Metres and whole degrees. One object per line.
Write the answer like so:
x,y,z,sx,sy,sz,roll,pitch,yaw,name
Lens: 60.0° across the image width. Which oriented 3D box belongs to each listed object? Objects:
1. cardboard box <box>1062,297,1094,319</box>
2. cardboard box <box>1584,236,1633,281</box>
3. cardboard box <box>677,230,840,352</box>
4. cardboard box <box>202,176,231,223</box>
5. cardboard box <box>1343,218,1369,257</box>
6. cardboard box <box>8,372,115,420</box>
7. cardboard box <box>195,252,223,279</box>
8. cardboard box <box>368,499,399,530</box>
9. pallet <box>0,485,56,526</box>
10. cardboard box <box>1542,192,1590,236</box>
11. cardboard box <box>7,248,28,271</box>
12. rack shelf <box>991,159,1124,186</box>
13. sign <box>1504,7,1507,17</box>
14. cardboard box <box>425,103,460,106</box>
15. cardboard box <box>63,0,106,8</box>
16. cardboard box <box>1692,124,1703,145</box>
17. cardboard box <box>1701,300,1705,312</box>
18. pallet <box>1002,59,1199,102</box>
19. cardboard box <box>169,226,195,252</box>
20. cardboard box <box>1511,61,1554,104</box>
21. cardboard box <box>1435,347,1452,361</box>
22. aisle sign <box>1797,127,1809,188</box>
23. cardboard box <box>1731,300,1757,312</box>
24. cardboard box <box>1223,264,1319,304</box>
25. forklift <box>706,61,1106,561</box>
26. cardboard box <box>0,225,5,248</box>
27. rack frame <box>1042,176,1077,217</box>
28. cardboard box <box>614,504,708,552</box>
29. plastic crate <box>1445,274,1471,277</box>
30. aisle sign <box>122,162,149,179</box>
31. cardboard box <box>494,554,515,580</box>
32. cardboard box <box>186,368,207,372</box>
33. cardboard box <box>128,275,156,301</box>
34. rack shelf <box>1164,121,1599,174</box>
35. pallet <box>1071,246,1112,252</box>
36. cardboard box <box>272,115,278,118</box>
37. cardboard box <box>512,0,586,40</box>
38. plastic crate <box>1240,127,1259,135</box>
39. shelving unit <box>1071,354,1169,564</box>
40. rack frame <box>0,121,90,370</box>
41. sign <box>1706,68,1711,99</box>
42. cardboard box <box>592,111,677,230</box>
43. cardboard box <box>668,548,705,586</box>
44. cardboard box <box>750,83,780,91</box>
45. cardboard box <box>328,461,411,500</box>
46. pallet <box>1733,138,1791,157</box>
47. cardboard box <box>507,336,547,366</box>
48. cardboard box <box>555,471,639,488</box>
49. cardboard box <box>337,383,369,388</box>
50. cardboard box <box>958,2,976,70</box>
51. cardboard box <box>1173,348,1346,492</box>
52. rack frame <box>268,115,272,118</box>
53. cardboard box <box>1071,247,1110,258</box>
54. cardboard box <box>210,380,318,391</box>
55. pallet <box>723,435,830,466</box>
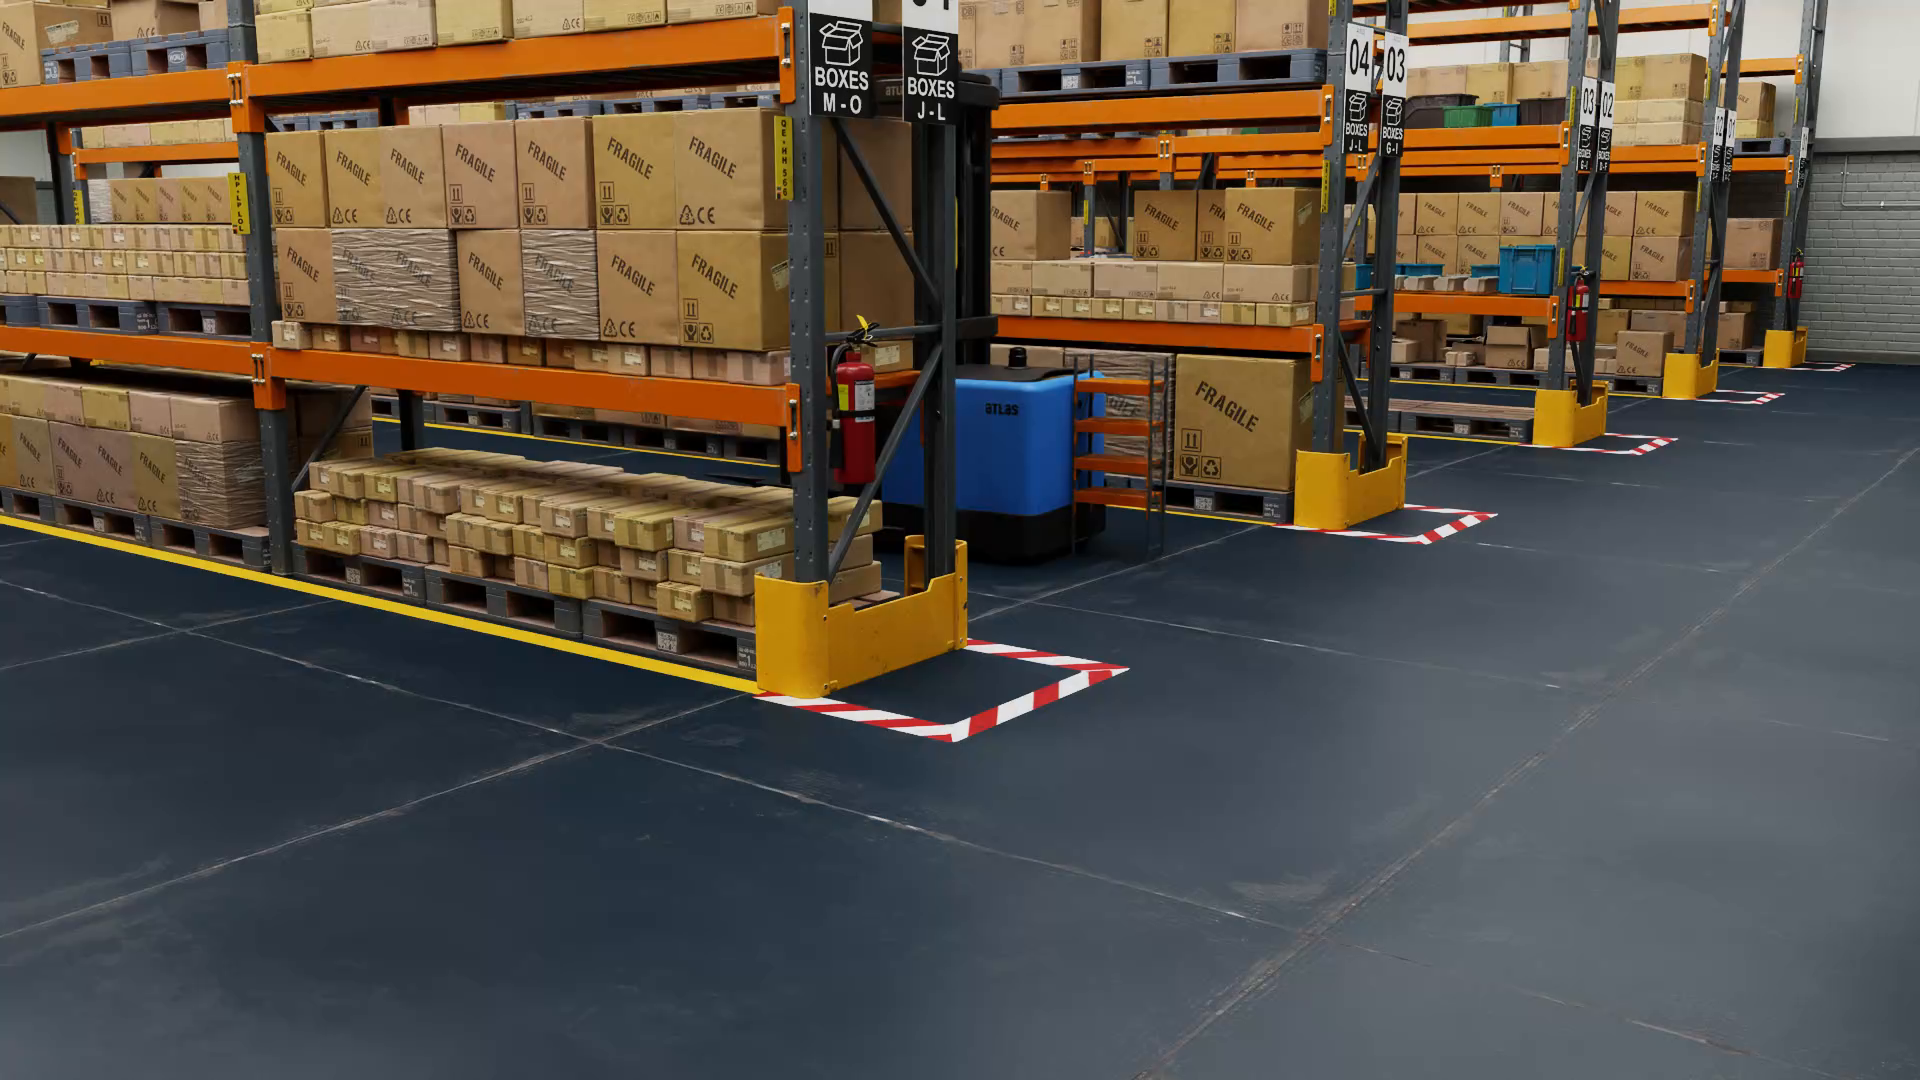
0.941,-1.680,11.976,0.250,0.149,0.380,8,14,37,cardboard box
7.579,-3.273,19.288,0.500,0.500,0.500,8,14,36,cardboard box
-0.877,-1.100,7.270,0.500,0.500,0.500,8,14,37,cardboard box
-7.946,-3.741,18.291,0.500,0.500,0.500,8,13,36,cardboard box
5.048,-3.950,21.681,0.500,0.500,0.700,3,11,16,cardboard box
-5.989,-0.968,11.139,0.500,0.250,0.500,8,13,35,cardboard box
-4.237,-1.616,9.758,0.250,0.149,0.380,8,14,36,cardboard box
-3.009,-0.169,9.125,0.250,0.149,0.380,8,13,35,cardboard box
-6.181,-0.336,11.709,1.213,0.211,1.003,8,13,36,pallet
7.172,-3.820,19.481,0.500,0.500,0.500,8,14,37,cardboard box
-6.103,-1.877,11.107,0.250,0.149,0.380,7,13,34,cardboard box
0.462,-5.401,24.549,4.000,0.370,1.077,8,13,36,rack shelf
7.915,-7.725,24.098,0.005,0.325,0.100,8,13,36,sign
-4.745,-4.379,15.793,0.500,0.500,0.500,8,13,35,cardboard box
-5.908,-3.629,11.217,0.258,0.266,0.396,8,13,36,cardboard box
8.258,-4.653,19.183,0.500,0.250,0.500,8,13,36,cardboard box
10.410,-3.292,23.418,0.250,0.149,0.380,8,14,37,cardboard box
1.063,-3.289,11.972,1.213,0.211,1.003,8,13,36,pallet
-4.450,-1.793,9.889,0.250,0.149,0.380,7,13,34,cardboard box
6.931,-5.405,19.778,0.500,0.500,0.700,8,13,36,cardboard box
6.262,-2.370,21.230,0.250,0.149,0.380,8,13,36,cardboard box
11.331,-5.139,22.350,0.004,0.787,0.394,8,13,36,aisle sign
11.046,-3.294,23.425,0.250,0.149,0.380,8,14,36,cardboard box
2.107,-1.728,11.174,0.500,0.250,0.500,8,13,35,cardboard box
-0.620,-1.496,10.544,3.031,2.935,1.130,6,13,29,forklift
-6.334,-2.056,11.251,0.250,0.149,0.380,8,13,34,cardboard box
1.779,-5.265,29.850,0.127,3.000,1.000,8,13,36,rack frame
-1.392,-0.059,7.774,0.250,0.149,0.380,8,13,34,cardboard box
4.826,-2.503,16.106,0.298,0.136,0.250,8,13,36,plastic crate
-10.114,-4.769,20.442,0.004,0.787,0.394,8,13,36,aisle sign
-2.156,0.098,8.526,0.250,0.149,0.380,8,14,37,cardboard box
-8.752,-2.211,19.537,0.500,0.500,0.500,10,15,41,cardboard box
-4.863,-1.556,10.233,0.250,0.149,0.380,7,13,33,cardboard box
3.975,-3.744,15.982,4.000,0.370,1.077,8,13,36,rack shelf
2.309,-5.063,29.309,1.213,0.211,1.003,8,13,36,pallet
-7.450,-4.578,17.742,0.250,0.149,0.380,8,14,37,cardboard box
-1.693,-2.417,7.624,0.500,0.250,0.500,9,14,38,cardboard box
2.883,-4.217,17.089,0.662,0.188,0.450,8,13,36,plastic crate
0.949,-0.488,9.894,0.503,1.200,0.258,6,13,29,shelving unit
-6.810,-1.793,11.900,0.127,3.000,1.000,8,13,36,rack frame
8.177,-4.982,18.157,0.005,0.325,0.100,8,13,36,sign
-1.287,-1.650,7.481,0.500,0.500,0.500,7,13,34,cardboard box
-1.136,0.101,7.729,0.250,0.149,0.380,8,13,34,cardboard box
-1.400,-3.863,13.834,0.500,0.311,0.500,7,13,34,cardboard box
-3.244,-0.331,9.178,0.250,0.149,0.380,9,14,38,cardboard box
10.847,-5.427,23.022,1.213,0.211,1.003,8,13,36,pallet
-2.002,-0.949,8.200,0.250,0.149,0.380,8,14,37,cardboard box
-1.915,-0.261,8.818,0.250,0.149,0.380,8,14,36,cardboard box
-6.162,-1.850,17.620,0.500,0.500,0.700,8,13,35,cardboard box
0.097,-3.789,12.690,0.500,0.500,0.700,7,13,32,cardboard box
2.092,-0.864,11.587,0.875,0.875,0.875,8,13,36,cardboard box
-7.017,-5.936,17.521,0.127,3.000,1.000,8,13,36,rack frame
1.806,-4.061,23.857,0.500,0.311,0.500,9,14,39,cardboard box
-4.456,-0.873,10.647,0.500,0.250,0.500,8,14,37,cardboard box
-1.236,-0.797,14.095,1.213,0.211,1.003,8,13,36,pallet
